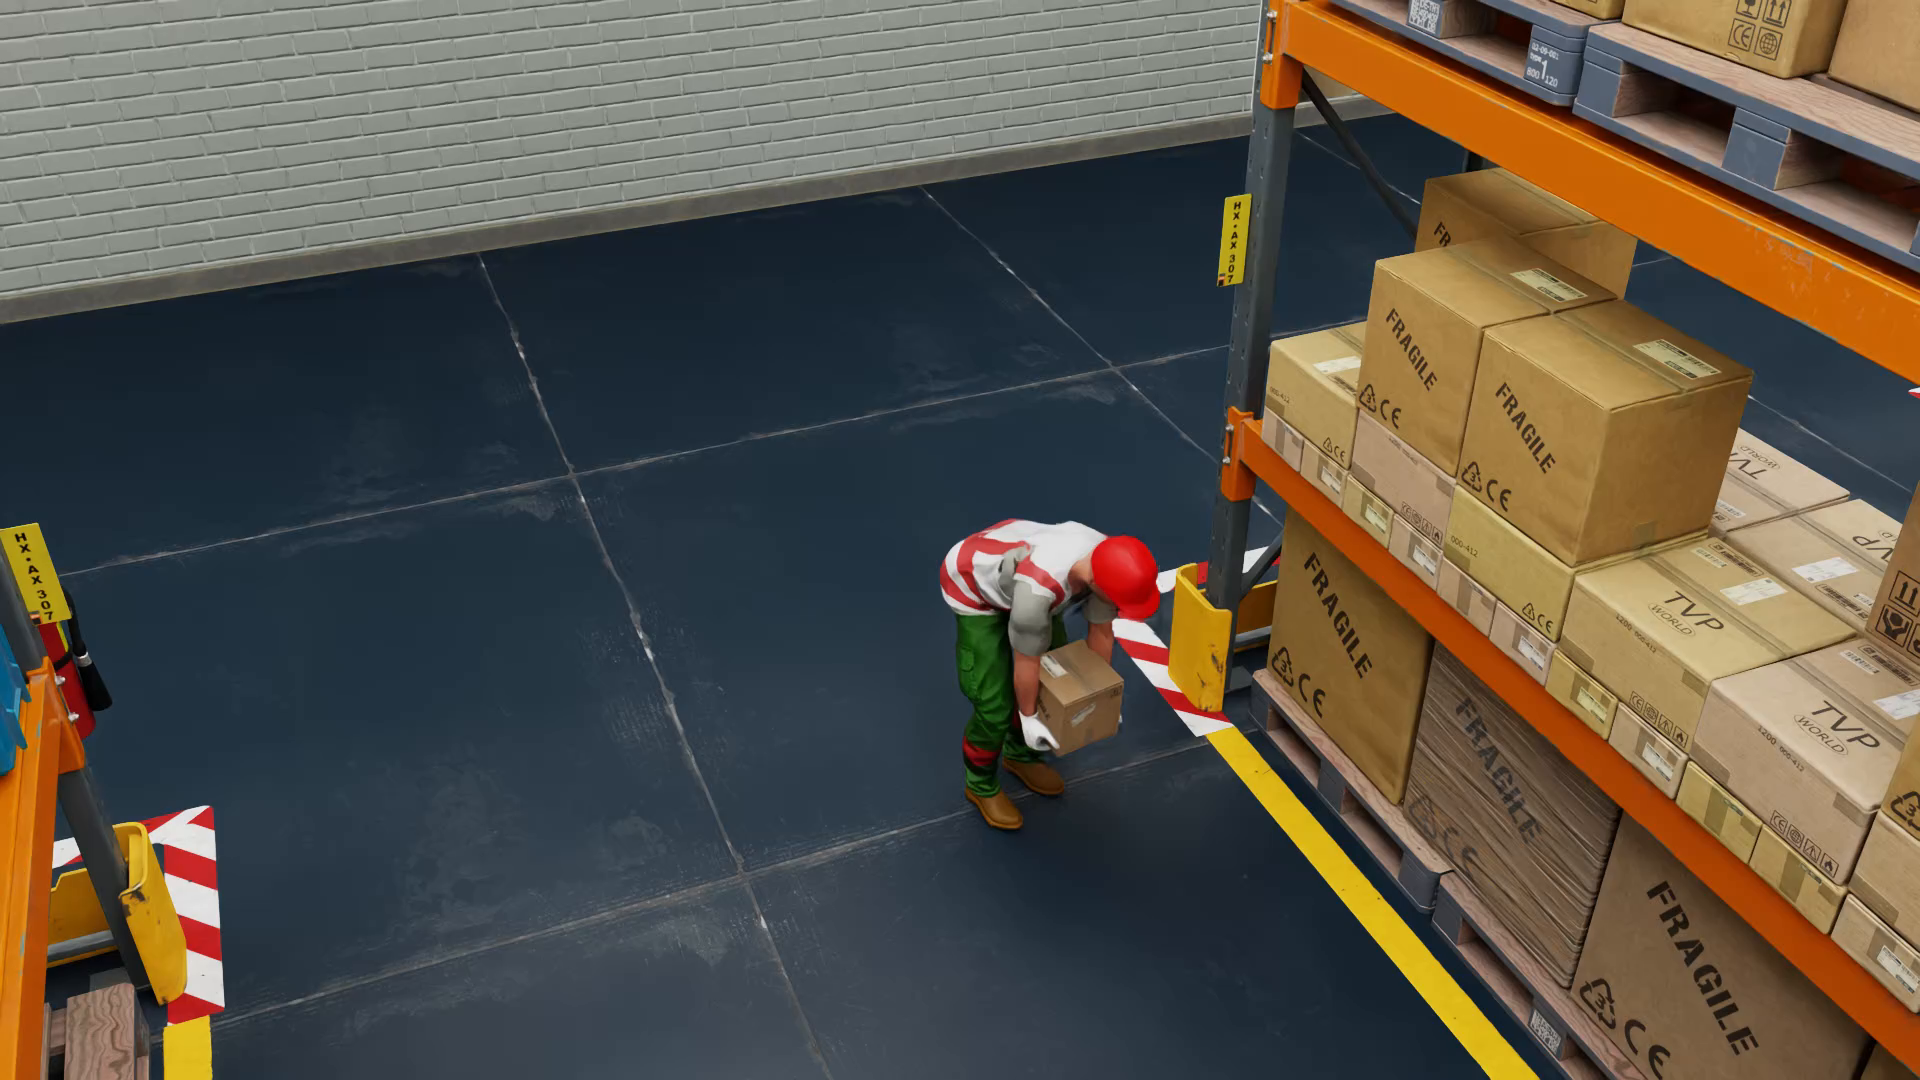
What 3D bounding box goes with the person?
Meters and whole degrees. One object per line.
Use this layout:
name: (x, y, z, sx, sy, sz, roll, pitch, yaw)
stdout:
person: (0.309, 0.446, 5.786, 0.478, 1.401, 0.887, -24, 40, -32)
